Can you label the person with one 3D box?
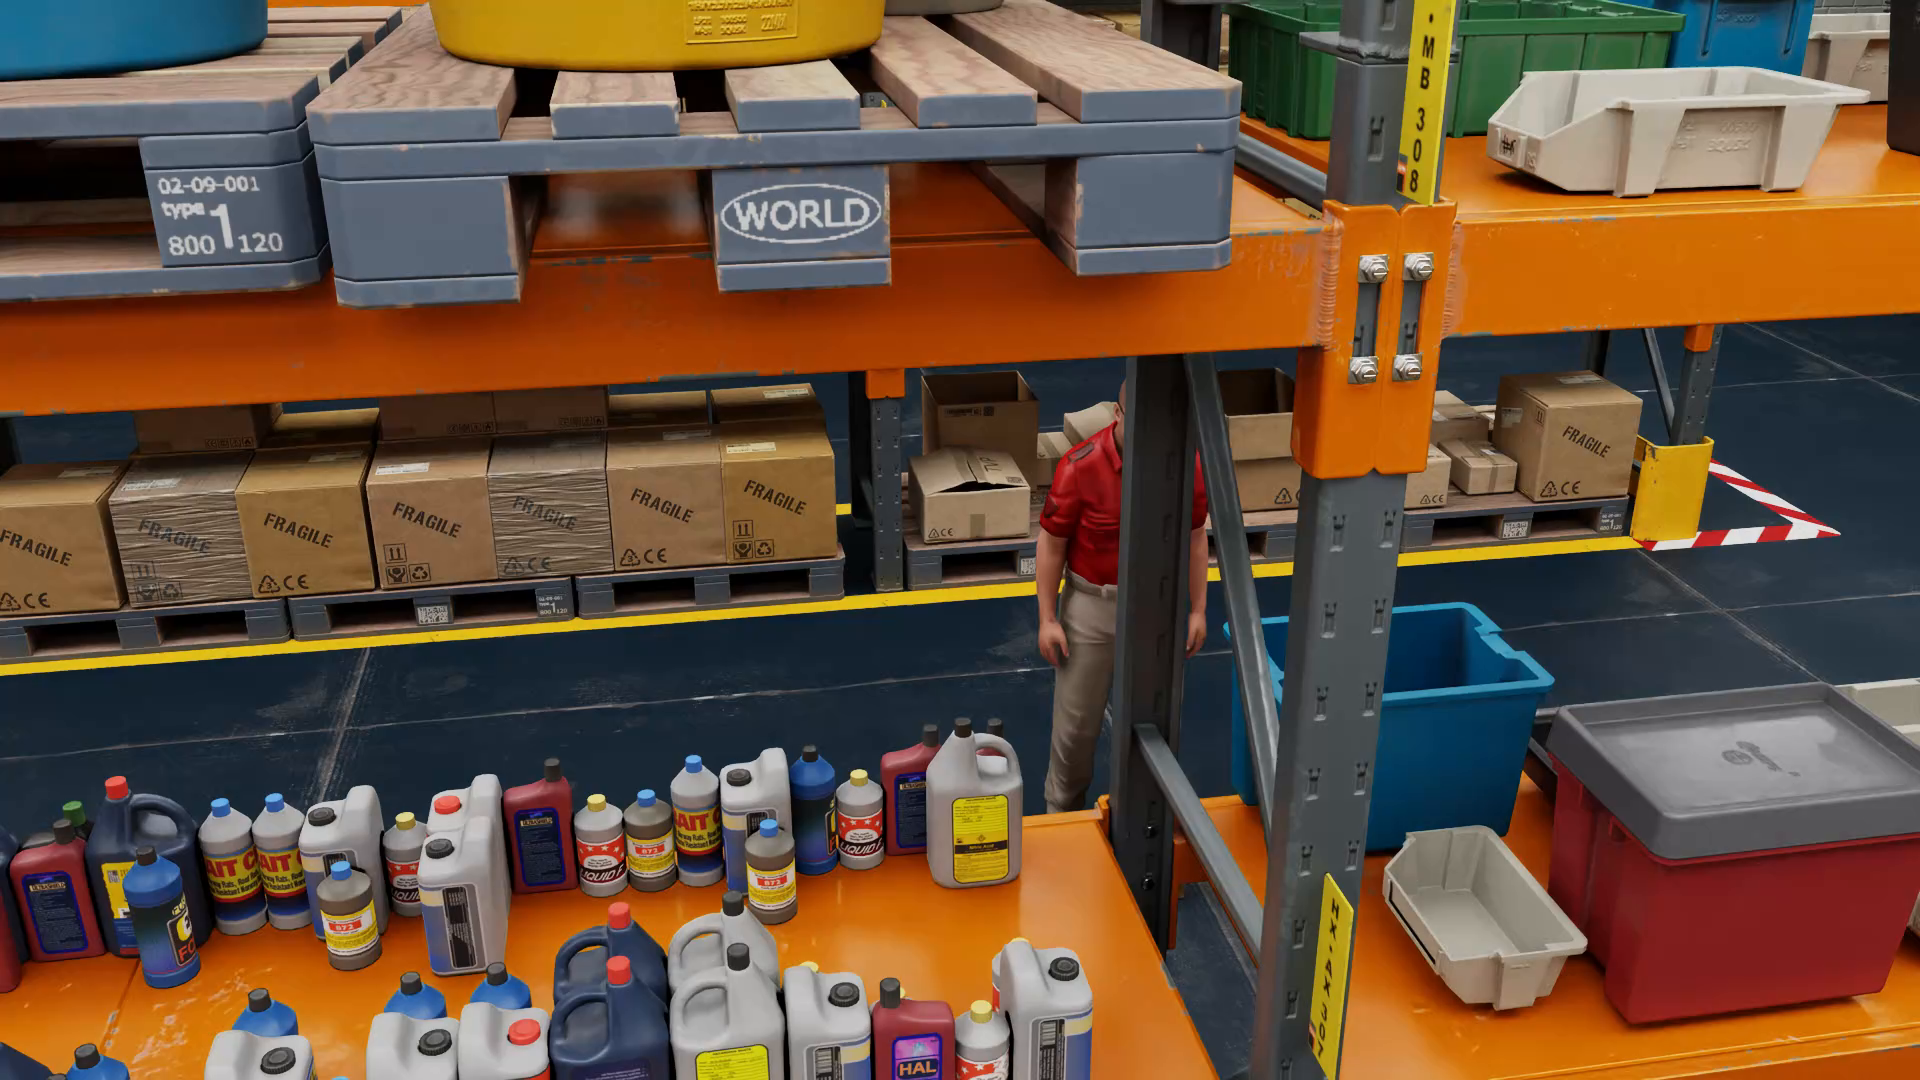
[{"bbox_3d":[0.540,0.262,5.503,0.586,1.726,0.396,-4,24,-9],"label":"person"}]
